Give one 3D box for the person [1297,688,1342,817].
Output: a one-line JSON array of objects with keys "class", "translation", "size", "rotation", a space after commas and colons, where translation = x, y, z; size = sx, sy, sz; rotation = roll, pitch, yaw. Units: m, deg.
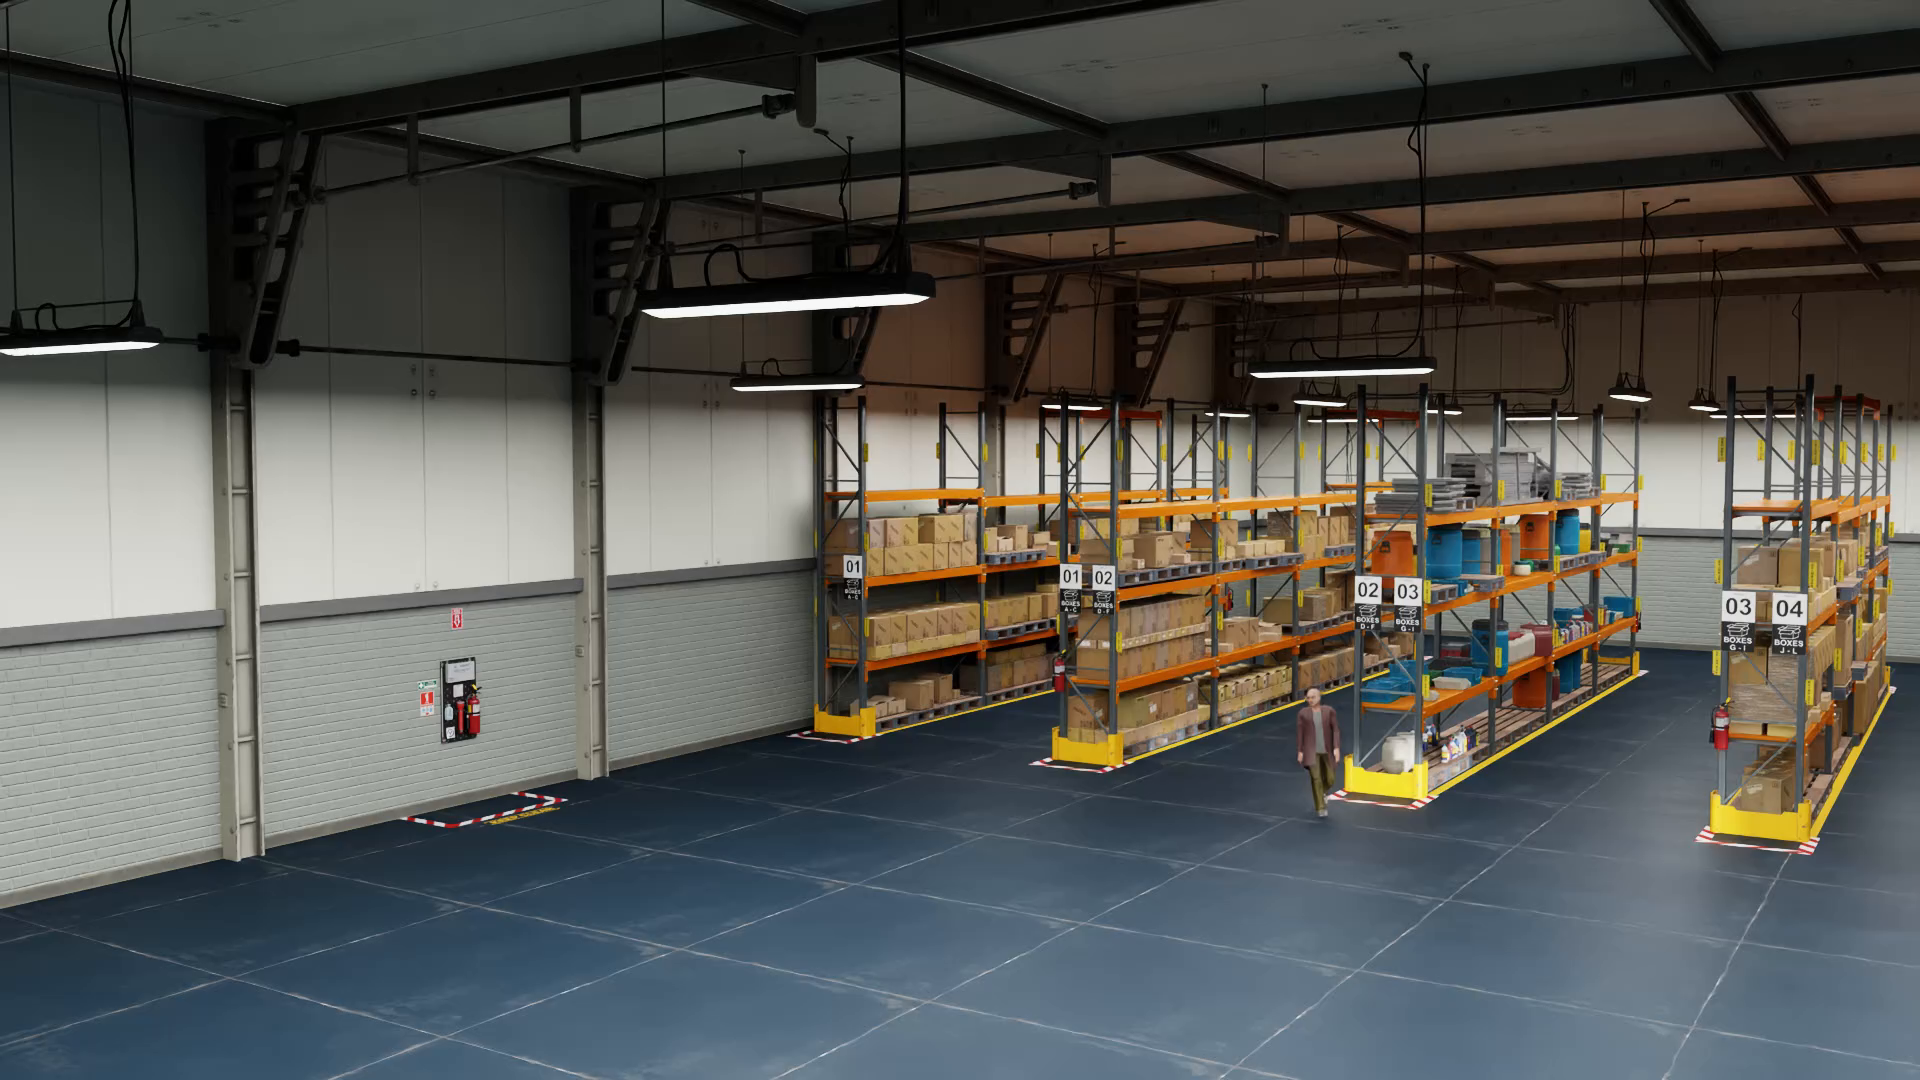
[{"class": "person", "translation": [4.974, 2.921, 23.025], "size": [0.575, 1.732, 0.962], "rotation": [0, 3, 2]}]
